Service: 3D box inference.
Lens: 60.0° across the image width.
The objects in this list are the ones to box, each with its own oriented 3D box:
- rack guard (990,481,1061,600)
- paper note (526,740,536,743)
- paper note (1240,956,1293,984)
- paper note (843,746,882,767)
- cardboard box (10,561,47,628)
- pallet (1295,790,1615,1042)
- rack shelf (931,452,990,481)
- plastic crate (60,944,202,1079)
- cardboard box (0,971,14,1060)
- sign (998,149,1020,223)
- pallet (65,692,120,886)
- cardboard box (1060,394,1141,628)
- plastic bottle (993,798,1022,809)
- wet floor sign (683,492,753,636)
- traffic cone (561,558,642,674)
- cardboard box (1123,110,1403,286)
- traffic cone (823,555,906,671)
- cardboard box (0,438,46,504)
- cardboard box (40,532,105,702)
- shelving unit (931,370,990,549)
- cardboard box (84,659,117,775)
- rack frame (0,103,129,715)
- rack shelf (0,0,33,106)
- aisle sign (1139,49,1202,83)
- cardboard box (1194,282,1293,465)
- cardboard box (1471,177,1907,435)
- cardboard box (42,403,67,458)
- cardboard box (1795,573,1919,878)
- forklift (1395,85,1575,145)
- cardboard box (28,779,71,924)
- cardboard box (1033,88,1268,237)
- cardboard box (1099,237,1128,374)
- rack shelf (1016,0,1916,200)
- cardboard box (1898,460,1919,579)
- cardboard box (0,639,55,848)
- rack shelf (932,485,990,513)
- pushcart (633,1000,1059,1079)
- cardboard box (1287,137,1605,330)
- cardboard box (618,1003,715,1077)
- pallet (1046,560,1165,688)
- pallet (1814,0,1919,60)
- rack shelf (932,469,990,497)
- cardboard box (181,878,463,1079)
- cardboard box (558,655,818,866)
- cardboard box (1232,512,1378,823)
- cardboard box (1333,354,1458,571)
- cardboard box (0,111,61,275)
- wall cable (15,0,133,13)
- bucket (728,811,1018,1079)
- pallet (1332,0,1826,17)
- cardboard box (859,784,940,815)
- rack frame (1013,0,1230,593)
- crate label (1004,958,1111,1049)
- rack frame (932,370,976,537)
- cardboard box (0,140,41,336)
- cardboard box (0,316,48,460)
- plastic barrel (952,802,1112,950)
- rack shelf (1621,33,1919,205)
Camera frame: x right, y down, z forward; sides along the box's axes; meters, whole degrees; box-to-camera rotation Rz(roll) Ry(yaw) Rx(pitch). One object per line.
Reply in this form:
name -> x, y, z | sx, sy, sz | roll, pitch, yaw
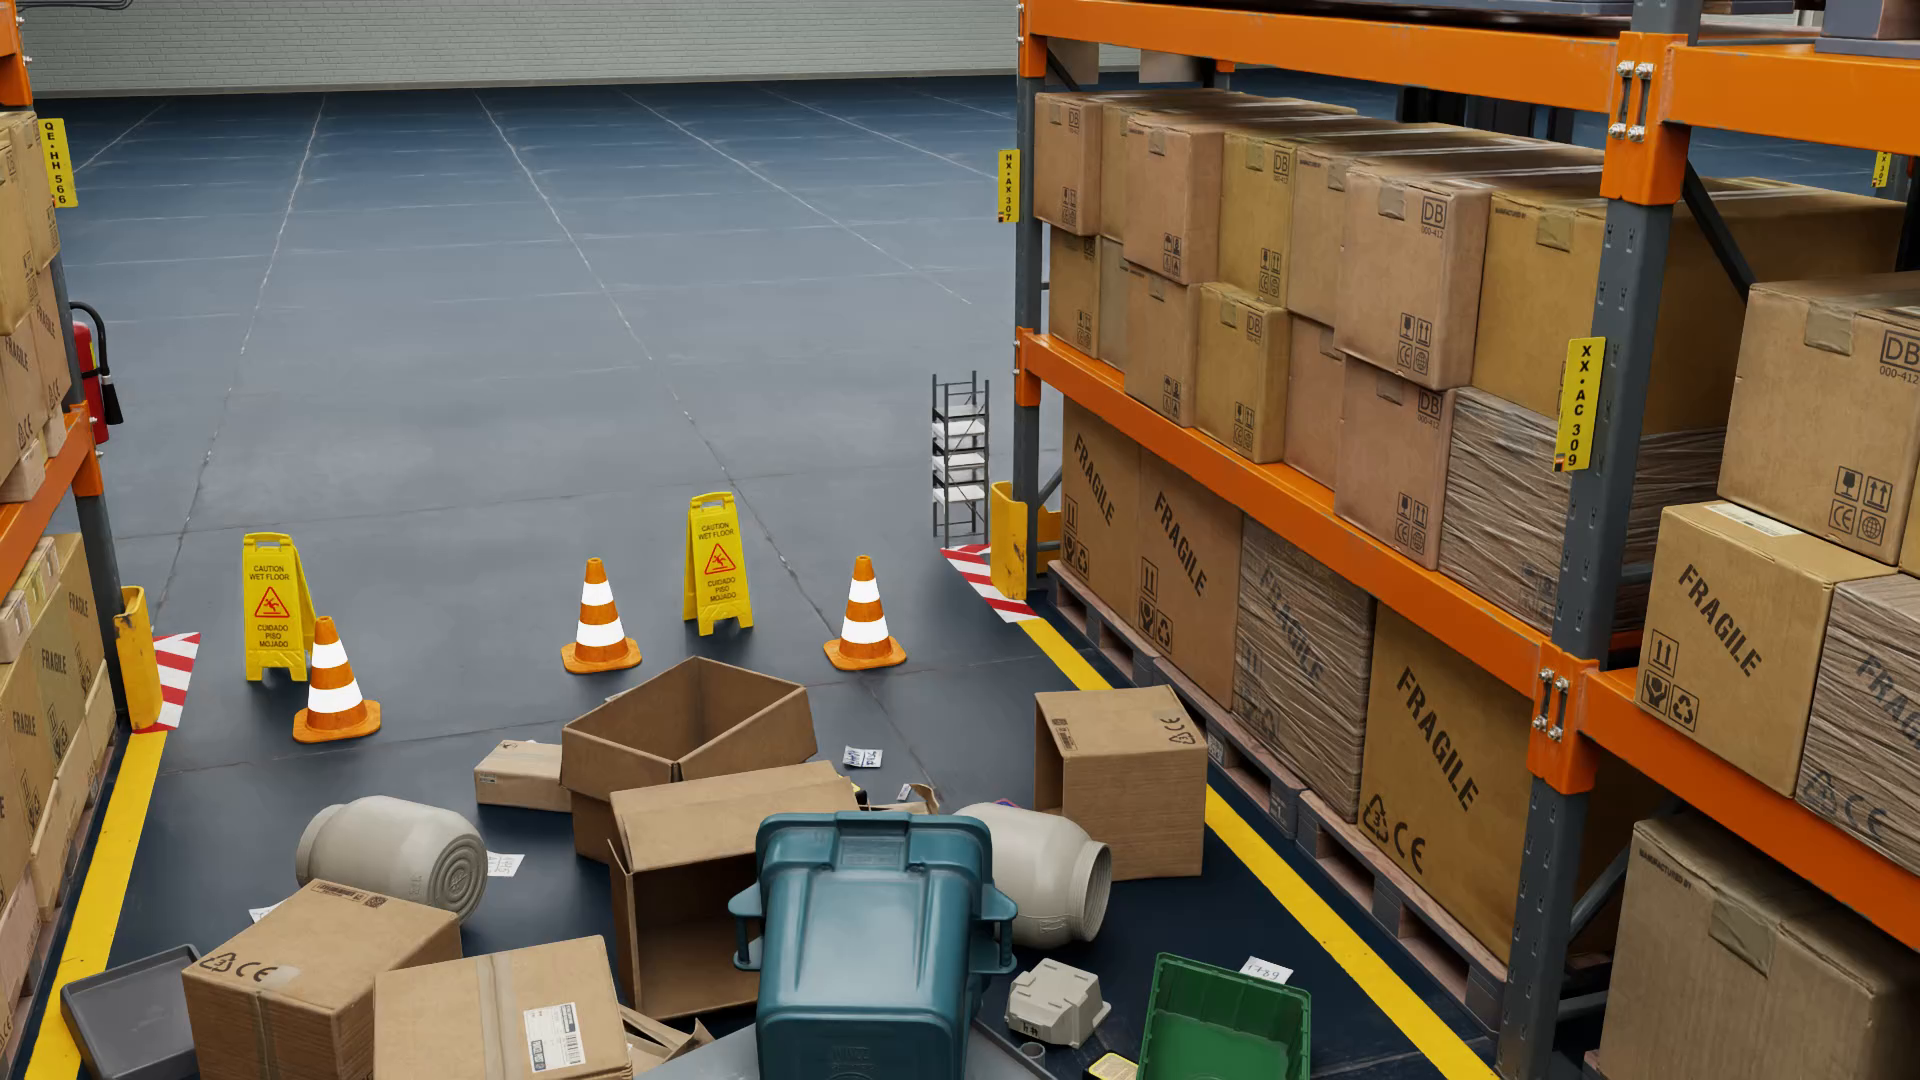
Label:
rack guard -> 0.744, -0.053, 8.324 | 1.175, 0.500, 0.348 | -6, 21, -17
paper note -> -1.729, 0.826, 6.572 | 0.148, 0.019, 0.142 | -15, 25, -36
paper note -> 0.937, 1.340, 5.141 | 0.142, 0.020, 0.147 | 12, 23, 30
paper note -> -0.381, 0.847, 6.516 | 0.144, 0.017, 0.142 | 1, 20, 2
cardboard box -> -3.162, 0.196, 5.311 | 0.380, 0.149, 0.250 | -6, 21, -16
pallet -> 1.844, 1.122, 5.480 | 1.003, 0.211, 1.213 | -6, 21, -17
rack shelf -> 0.002, -0.390, 8.769 | 0.258, 0.077, 0.200 | -6, 21, -17
plastic crate -> -2.374, 1.404, 4.891 | 0.402, 0.080, 0.583 | -15, 25, -36
cardboard box -> -2.767, 1.329, 4.226 | 0.500, 0.250, 0.500 | -5, 20, -14
sign -> 0.222, -1.609, 7.562 | 0.100, 0.325, 0.005 | -6, 21, -17
pallet -> -3.671, 0.938, 5.993 | 1.003, 0.211, 1.213 | -6, 21, -17
cardboard box -> 1.027, -0.209, 7.582 | 0.875, 0.875, 0.875 | -6, 21, -17
plastic bottle -> 0.091, 1.018, 5.991 | 0.283, 0.061, 0.133 | -15, 25, -36
wet floor sign -> -1.138, 0.088, 7.718 | 0.267, 0.644, 0.232 | -10, 22, -27
traffic cone -> -1.610, 0.305, 7.384 | 0.336, 0.463, 0.334 | -6, 21, -17
cardboard box -> 1.138, -1.316, 6.325 | 0.875, 0.550, 0.550 | -6, 21, -17
traffic cone -> -0.430, 0.294, 7.414 | 0.336, 0.463, 0.334 | -6, 21, -17
cardboard box -> -3.241, -0.214, 5.447 | 0.380, 0.149, 0.250 | -6, 21, -16
cardboard box -> -3.417, 0.310, 5.954 | 0.500, 0.500, 0.500 | -6, 21, -17
shelving unit -> 0.002, -0.421, 8.757 | 0.258, 0.900, 0.210 | -6, 21, -17
cardboard box -> -3.399, 0.672, 6.055 | 0.500, 0.250, 0.500 | -6, 21, -17
rack frame -> -3.916, -0.663, 6.326 | 1.000, 3.000, 0.127 | -6, 21, -17
rack shelf -> -3.288, -1.095, 4.153 | 1.077, 0.370, 4.000 | -6, 21, -17
aisle sign -> 1.014, -2.500, 7.593 | 0.394, 0.787, 0.004 | -6, 21, -17
cardboard box -> 1.367, -0.645, 6.053 | 0.875, 0.550, 0.500 | -6, 21, -17
cardboard box -> 1.925, -0.639, 4.438 | 0.875, 0.550, 0.550 | -6, 21, -17
cardboard box -> -3.411, -0.378, 5.904 | 0.380, 0.149, 0.250 | -7, 21, -18
cardboard box -> 2.078, 0.374, 3.289 | 0.500, 0.500, 0.500 | -6, 21, -17
forklift -> 3.269, -1.761, 9.484 | 3.031, 2.935, 1.130 | -5, 20, -15
cardboard box -> -3.082, 0.998, 5.146 | 0.500, 0.250, 0.500 | -7, 21, -19
cardboard box -> 0.831, -1.677, 7.329 | 0.875, 0.550, 0.550 | -6, 21, -17
cardboard box -> 1.104, -1.004, 7.052 | 0.875, 0.550, 0.550 | -6, 21, -17
rack shelf -> 1.380, -1.653, 5.708 | 1.077, 0.370, 4.000 | -6, 21, -17
cardboard box -> 2.334, -0.132, 3.220 | 0.700, 0.500, 0.500 | -7, 21, -18
cardboard box -> -3.098, 0.640, 5.036 | 0.500, 0.500, 0.500 | -7, 21, -18
rack shelf -> 0.003, -0.220, 8.829 | 0.258, 0.077, 0.200 | -6, 21, -17
pushcart -> -0.510, 1.596, 3.914 | 1.648, 0.377, 0.936 | -15, 25, -36
cardboard box -> 1.603, -0.991, 5.418 | 0.875, 0.550, 0.550 | -6, 21, -17
cardboard box -> -0.878, 1.418, 4.577 | 0.396, 0.266, 0.258 | 12, 23, 30
pallet -> 1.077, 0.339, 7.660 | 1.003, 0.211, 1.213 | -6, 21, -17
pallet -> 2.343, -0.971, 3.027 | 0.805, 0.209, 1.217 | -7, 21, -19
rack shelf -> 0.003, -0.305, 8.799 | 0.258, 0.077, 0.200 | -6, 21, -17
cardboard box -> -1.704, 1.307, 4.534 | 0.500, 0.500, 0.500 | 8, 21, 20
cardboard box -> -0.961, 0.806, 5.927 | 0.637, 0.503, 0.797 | 12, 23, 30
cardboard box -> 1.590, 0.366, 5.981 | 0.875, 0.875, 0.875 | -6, 21, -17
cardboard box -> 1.687, -0.300, 5.092 | 0.875, 0.550, 0.550 | -6, 21, -17
cardboard box -> -3.548, -1.180, 5.698 | 0.700, 0.500, 0.500 | -7, 21, -19
wall cable -> -18.364, -11.891, 33.302 | 3.097, 2.526, 0.112 | -6, 21, -17
bucket -> -0.223, 1.089, 4.042 | 0.726, 0.611, 0.620 | 1, 30, 2
pallet -> 1.761, -1.572, 4.548 | 1.003, 0.211, 1.213 | -6, 21, -17
cardboard box -> -0.280, 0.993, 5.759 | 0.396, 0.266, 0.258 | -3, 20, -8
rack frame -> 0.751, -1.222, 7.880 | 1.000, 3.000, 0.127 | -6, 21, -17
crate label -> 0.277, 1.365, 4.914 | 0.250, 0.136, 0.298 | 12, 23, 30
rack frame -> -0.029, -0.454, 8.848 | 0.240, 0.900, 0.006 | -6, 21, -17
cardboard box -> -3.138, -0.864, 4.818 | 0.700, 0.500, 0.500 | -7, 21, -18
cardboard box -> -3.331, -0.544, 5.406 | 0.500, 0.500, 0.500 | -6, 21, -17
plastic barrel -> 0.196, 1.073, 5.302 | 0.512, 0.421, 0.421 | 8, 21, 20
rack shelf -> 2.637, -0.369, 2.134 | 1.077, 0.370, 4.000 | -6, 21, -17
